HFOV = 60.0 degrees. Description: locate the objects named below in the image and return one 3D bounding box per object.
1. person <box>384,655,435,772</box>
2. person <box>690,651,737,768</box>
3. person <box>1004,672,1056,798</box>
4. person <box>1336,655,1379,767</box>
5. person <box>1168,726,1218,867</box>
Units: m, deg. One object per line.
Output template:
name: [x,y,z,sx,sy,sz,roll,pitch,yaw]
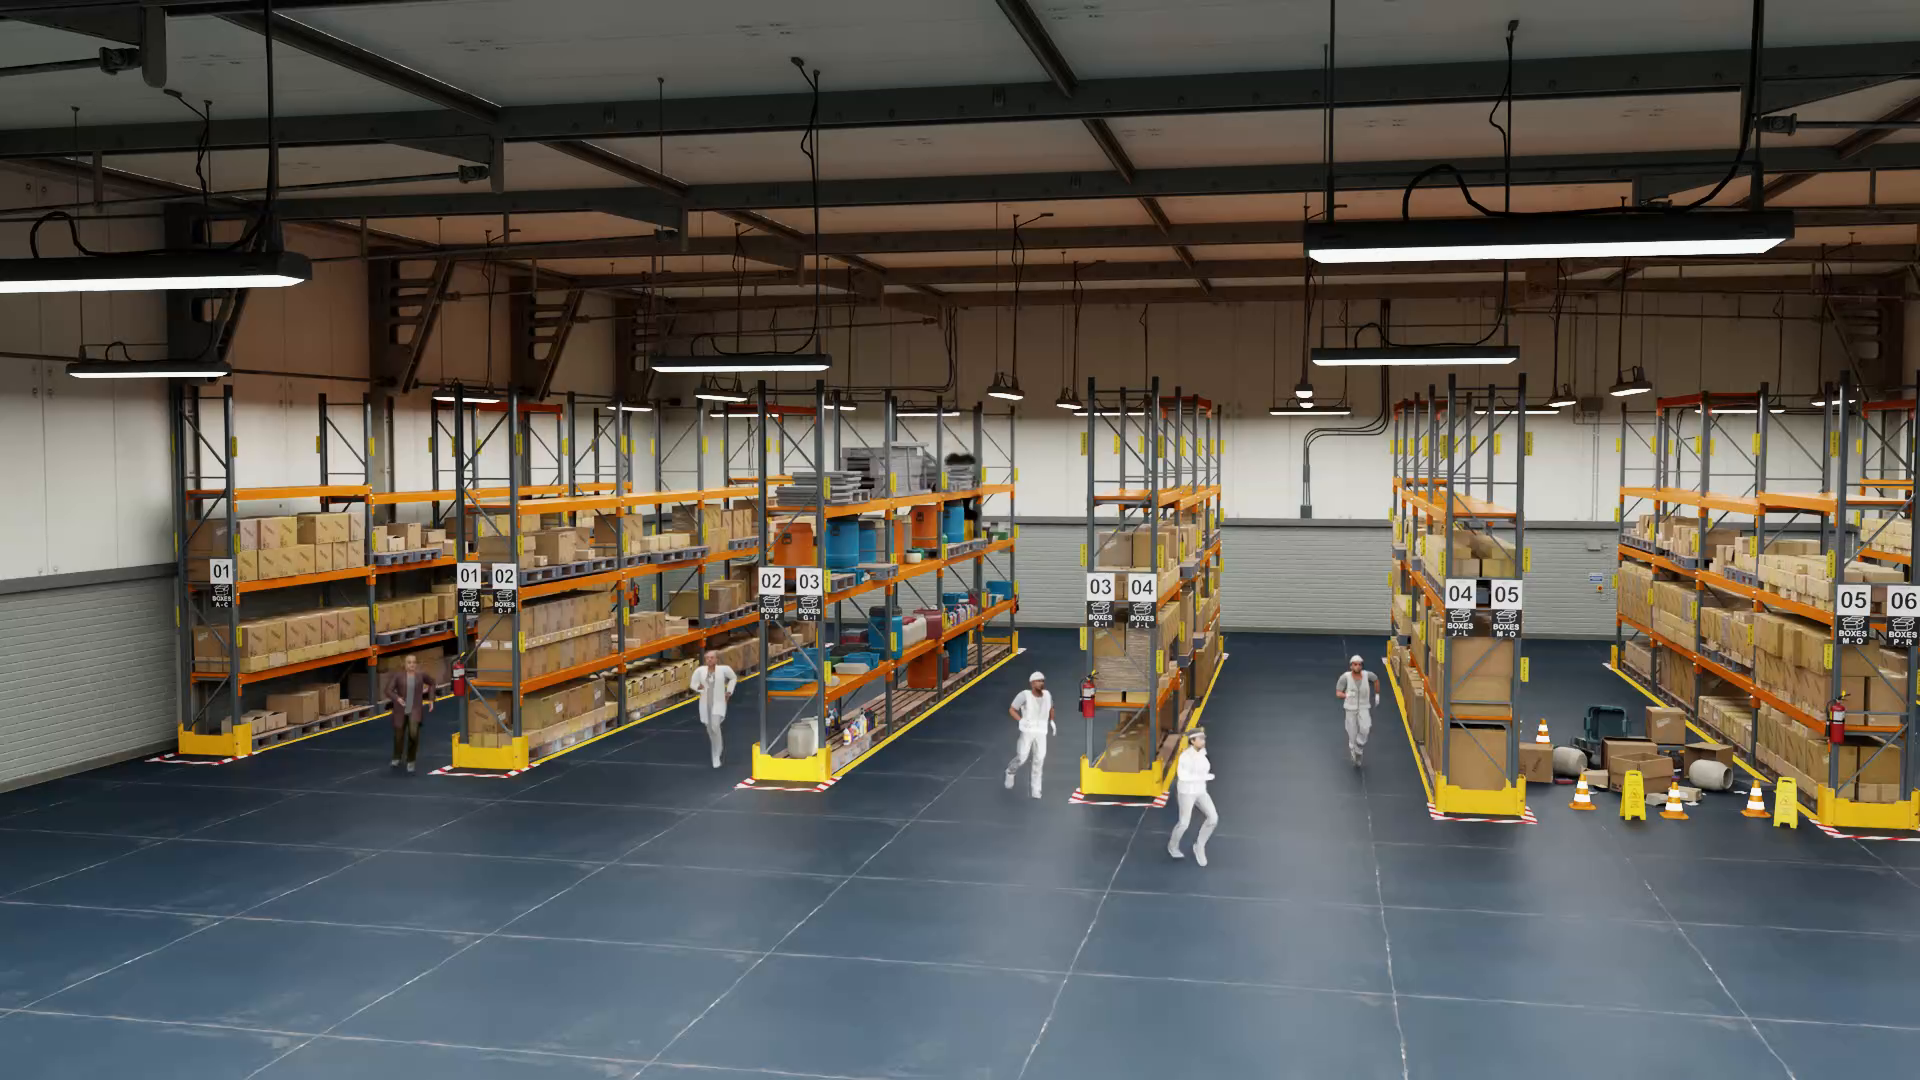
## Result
person: [-8.521,2.696,25.789,0.761,1.839,0.740,-1,3,-20]
person: [-3.910,2.659,26.328,0.681,1.835,0.896,1,3,9]
person: [1.081,2.771,23.925,0.752,1.749,0.981,-1,3,-23]
person: [6.199,2.653,25.891,0.697,1.743,0.806,0,3,6]
person: [2.784,3.045,19.897,0.640,1.688,0.796,-3,4,-39]
